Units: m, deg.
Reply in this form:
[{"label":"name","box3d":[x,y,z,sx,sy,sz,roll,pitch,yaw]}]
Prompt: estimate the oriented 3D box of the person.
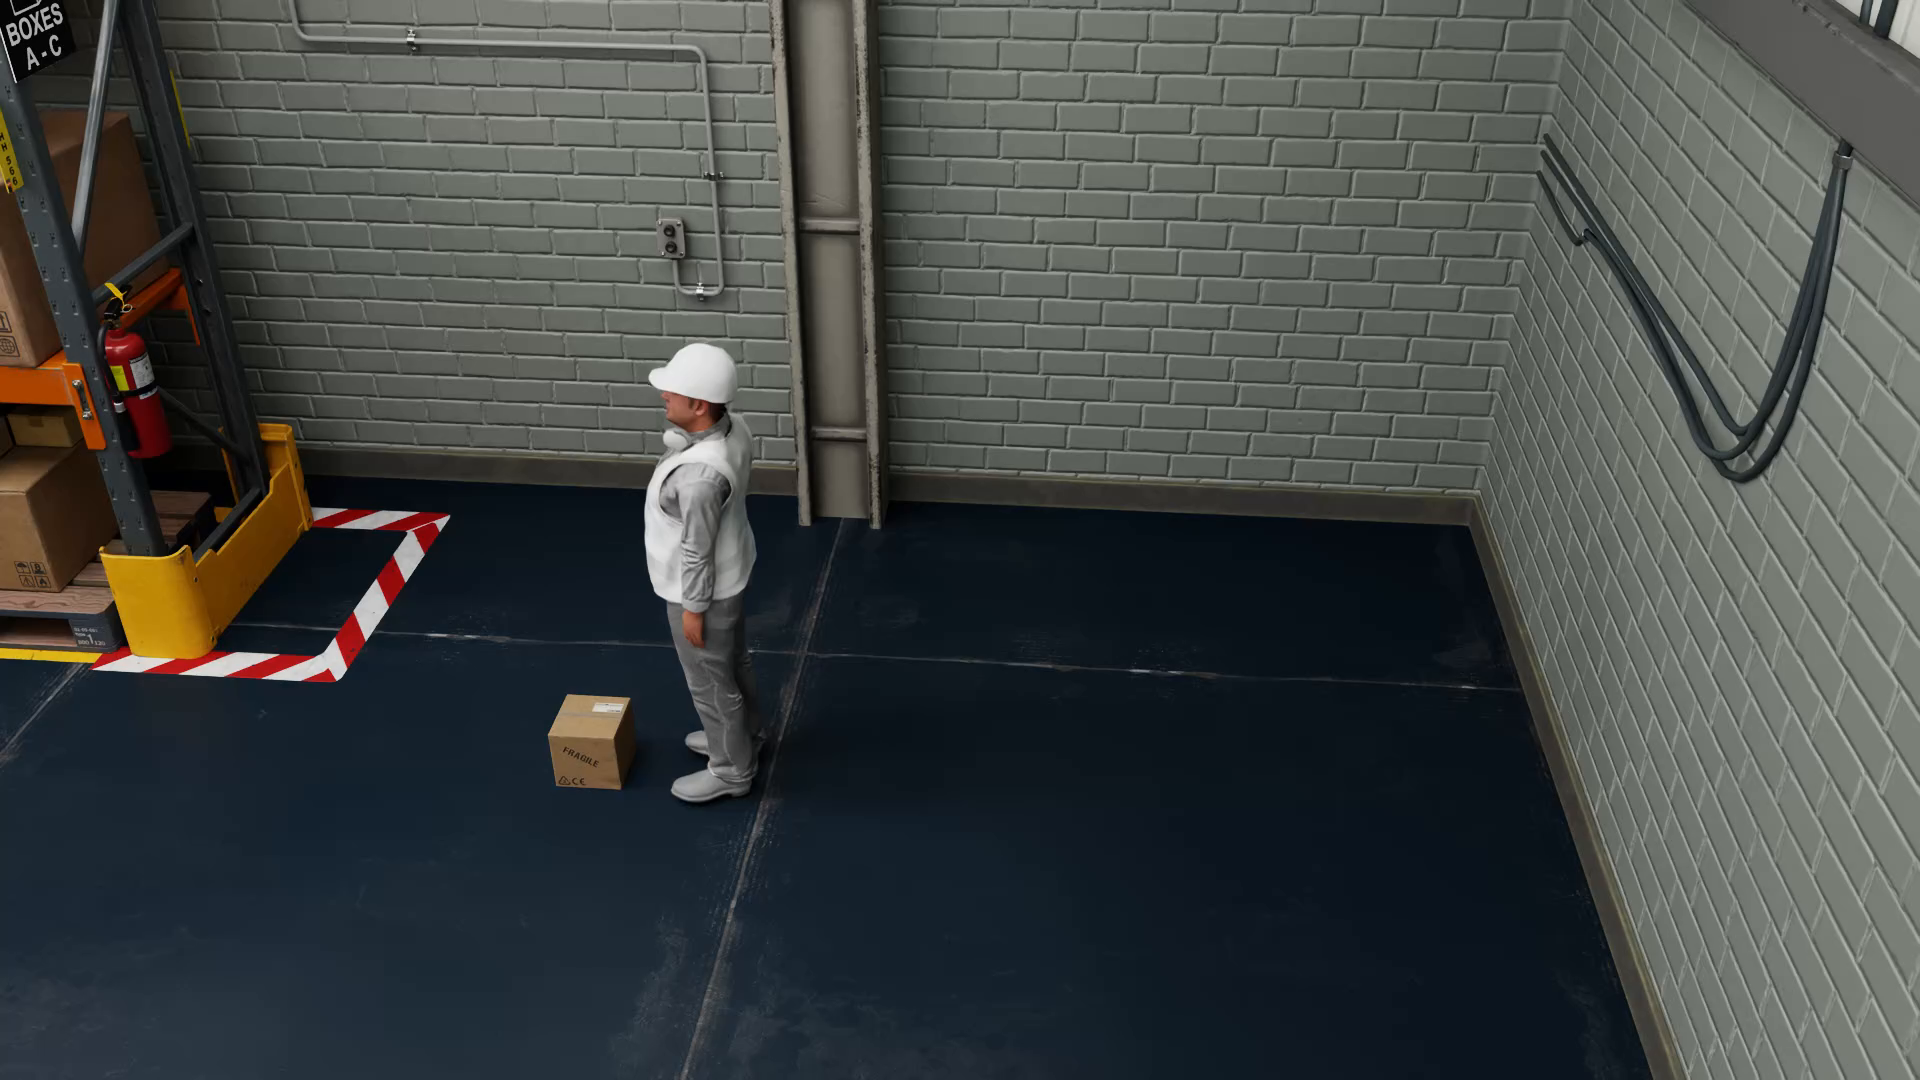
[{"label":"person","box3d":[-0.902,0.130,5.863,0.357,1.773,0.533,3,32,5]}]
